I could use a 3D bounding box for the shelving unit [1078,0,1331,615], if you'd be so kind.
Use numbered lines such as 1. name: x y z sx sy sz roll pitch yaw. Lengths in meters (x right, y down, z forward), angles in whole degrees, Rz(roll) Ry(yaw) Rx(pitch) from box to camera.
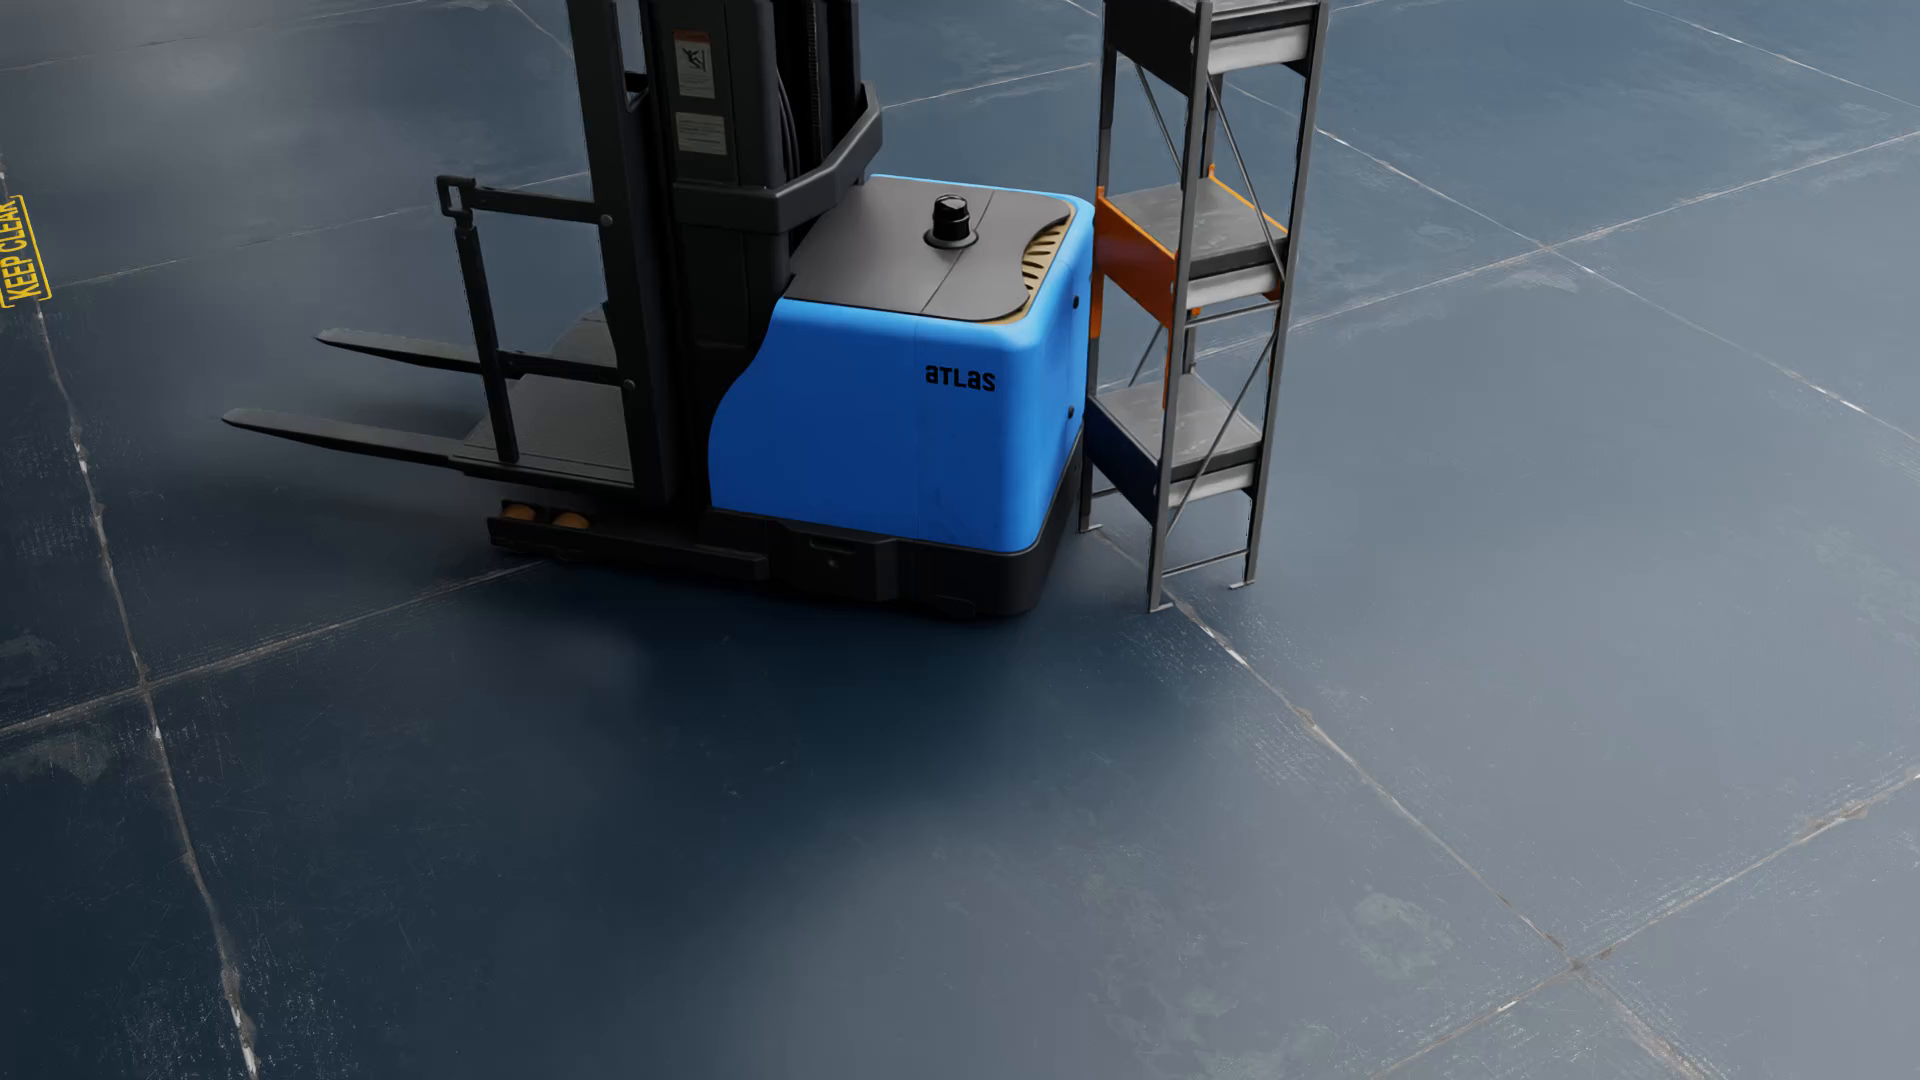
1. shelving unit: 0.696 -0.788 5.049 0.431 2.100 0.503 -15 39 -19

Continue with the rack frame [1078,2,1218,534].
1. rack frame: 0.596 -0.919 5.228 0.400 2.100 0.015 -15 39 -19

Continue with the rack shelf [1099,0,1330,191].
1. rack shelf: 0.696 -1.342 4.644 0.431 0.518 0.480 -15 39 -19

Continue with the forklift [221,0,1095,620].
1. forklift: -1.106 -1.399 5.180 3.031 2.935 1.130 9 37 12

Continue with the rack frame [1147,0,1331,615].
1. rack frame: 0.797 -0.657 4.869 0.400 2.100 0.015 -15 39 -19

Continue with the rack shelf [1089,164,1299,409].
1. rack shelf: 0.696 -0.777 5.057 0.431 0.518 0.480 -15 39 -19

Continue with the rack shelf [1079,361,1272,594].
1. rack shelf: 0.696 -0.212 5.470 0.431 0.518 0.480 -15 39 -19
